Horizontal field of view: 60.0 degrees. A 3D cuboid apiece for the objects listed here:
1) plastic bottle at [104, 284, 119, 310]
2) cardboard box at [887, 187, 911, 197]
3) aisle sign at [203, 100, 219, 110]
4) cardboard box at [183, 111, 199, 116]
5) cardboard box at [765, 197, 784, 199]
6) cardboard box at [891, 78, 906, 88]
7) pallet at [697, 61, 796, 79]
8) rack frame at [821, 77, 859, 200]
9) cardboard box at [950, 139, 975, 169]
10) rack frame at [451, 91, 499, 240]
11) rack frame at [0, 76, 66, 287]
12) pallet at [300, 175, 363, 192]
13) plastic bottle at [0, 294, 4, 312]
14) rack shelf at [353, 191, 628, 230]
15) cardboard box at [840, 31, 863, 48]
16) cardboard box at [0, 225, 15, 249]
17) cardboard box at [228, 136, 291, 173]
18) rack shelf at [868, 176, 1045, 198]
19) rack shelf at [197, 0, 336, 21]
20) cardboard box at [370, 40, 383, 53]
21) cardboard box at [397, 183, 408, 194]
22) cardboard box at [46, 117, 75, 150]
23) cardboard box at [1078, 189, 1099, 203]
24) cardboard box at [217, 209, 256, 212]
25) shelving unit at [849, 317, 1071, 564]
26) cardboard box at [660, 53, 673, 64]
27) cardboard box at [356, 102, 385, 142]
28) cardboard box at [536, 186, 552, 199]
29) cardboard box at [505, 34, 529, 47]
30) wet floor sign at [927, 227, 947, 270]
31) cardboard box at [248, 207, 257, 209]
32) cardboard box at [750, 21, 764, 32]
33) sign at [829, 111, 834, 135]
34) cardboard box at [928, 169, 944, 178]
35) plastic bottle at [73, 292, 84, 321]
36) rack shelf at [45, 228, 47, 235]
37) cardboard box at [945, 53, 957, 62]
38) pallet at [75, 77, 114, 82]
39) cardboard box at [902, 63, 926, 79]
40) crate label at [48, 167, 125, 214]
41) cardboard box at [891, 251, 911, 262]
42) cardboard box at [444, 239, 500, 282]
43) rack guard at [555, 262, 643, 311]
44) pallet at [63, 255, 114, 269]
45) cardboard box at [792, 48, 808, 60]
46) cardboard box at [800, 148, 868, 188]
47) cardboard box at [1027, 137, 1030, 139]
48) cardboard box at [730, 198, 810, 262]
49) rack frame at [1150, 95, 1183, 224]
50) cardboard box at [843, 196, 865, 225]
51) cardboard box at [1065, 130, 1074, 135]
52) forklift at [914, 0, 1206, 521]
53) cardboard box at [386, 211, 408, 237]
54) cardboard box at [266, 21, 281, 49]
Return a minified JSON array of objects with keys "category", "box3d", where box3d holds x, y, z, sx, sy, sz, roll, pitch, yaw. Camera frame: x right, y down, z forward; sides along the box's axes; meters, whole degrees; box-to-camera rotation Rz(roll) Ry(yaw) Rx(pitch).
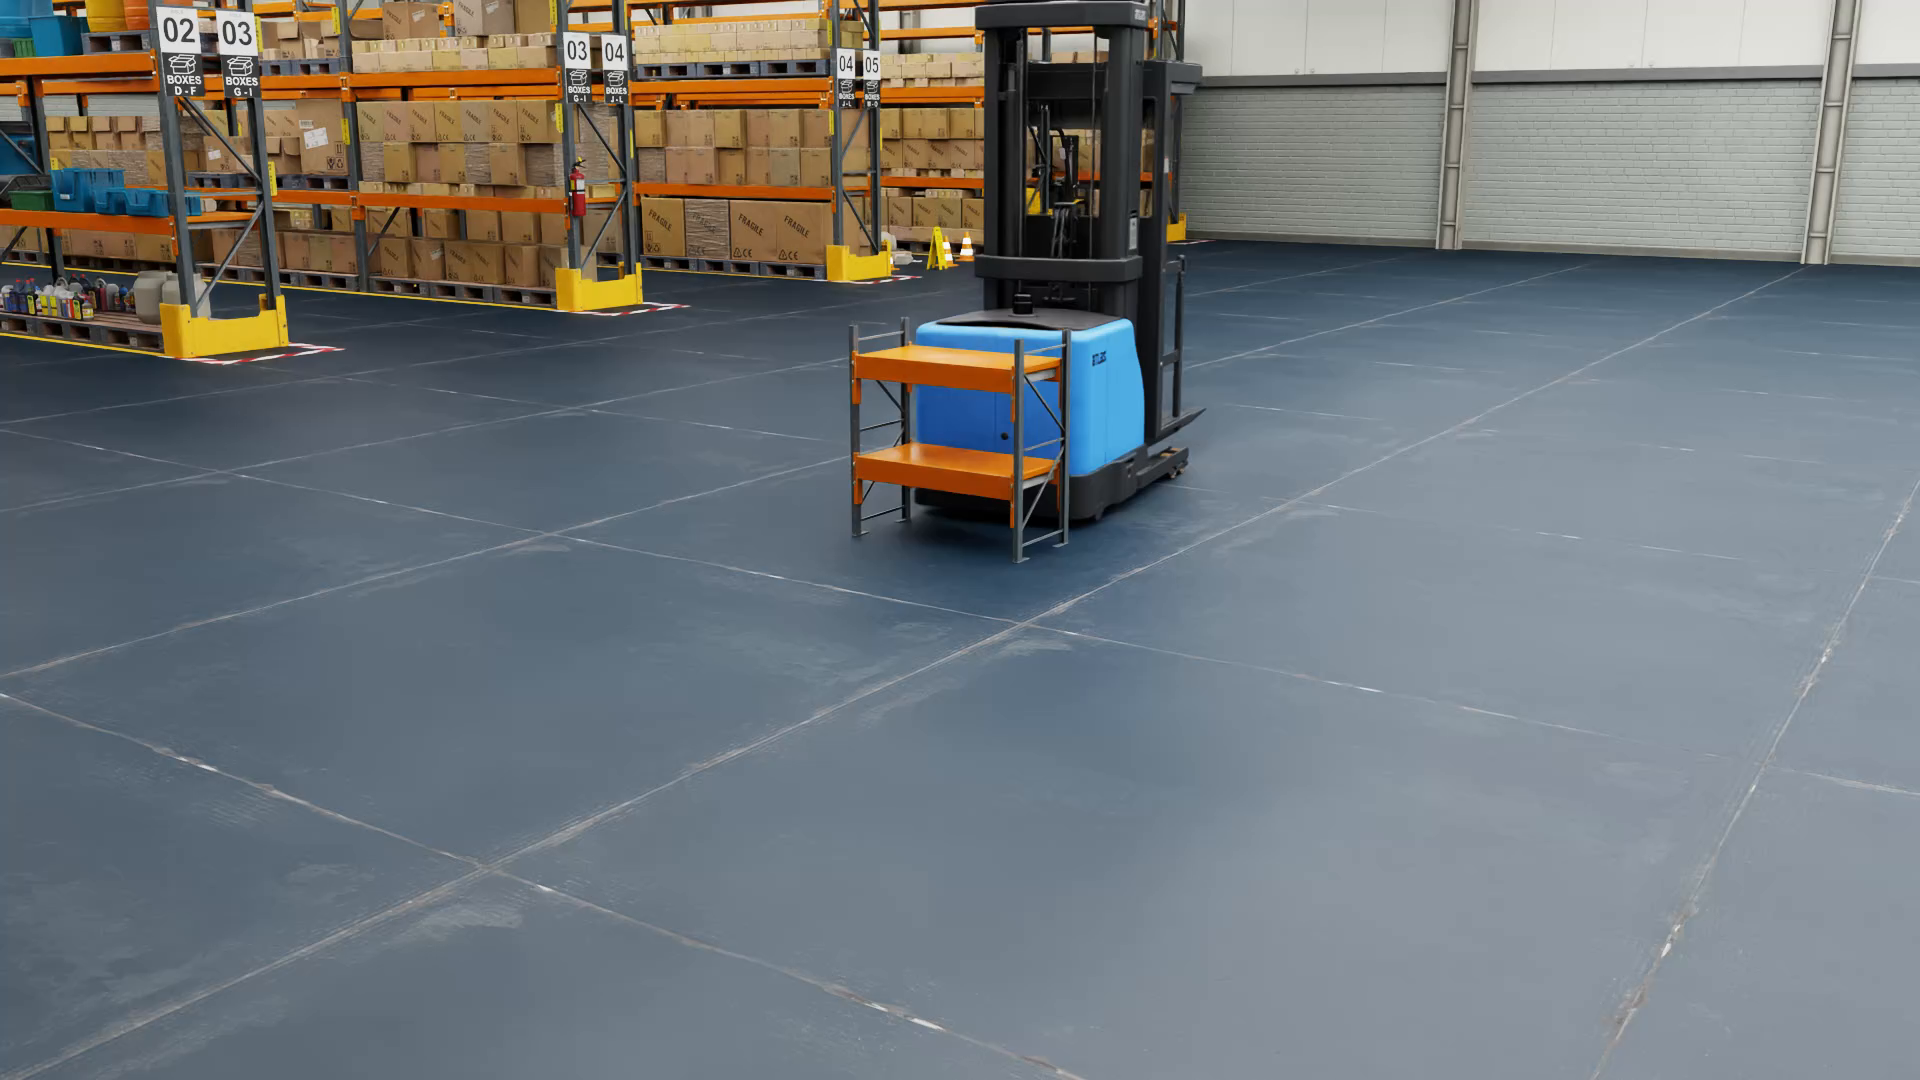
[{"category":"plastic bottle","box3d":[-9.165,-2.625,17.936,0.135,0.276,0.152,10,17,34]},{"category":"cardboard box","box3d":[-1.064,-6.100,29.159,0.250,0.149,0.380,10,17,36]},{"category":"aisle sign","box3d":[-14.655,-8.758,32.548,0.004,0.787,0.394,9,17,33]},{"category":"cardboard box","box3d":[-14.537,-7.991,31.955,0.500,0.500,0.500,9,17,32]},{"category":"cardboard box","box3d":[-3.993,-7.487,37.154,0.500,0.500,0.500,10,17,35]},{"category":"cardboard box","box3d":[-0.983,-7.870,28.655,0.250,0.149,0.380,9,16,32]},{"category":"pallet","box3d":[-3.123,-6.954,24.616,1.213,0.211,1.003,9,17,33]},{"category":"rack frame","box3d":[-2.125,-6.817,30.120,0.127,3.000,1.000,9,17,33]},{"category":"cardboard box","box3d":[0.177,-6.560,28.253,0.500,0.500,0.500,9,17,33]},{"category":"rack frame","box3d":[-8.123,-6.353,28.246,0.127,3.000,1.000,9,17,33]},{"category":"rack frame","box3d":[-10.420,-3.854,18.149,0.127,3.000,1.000,9,17,33]},{"category":"pallet","box3d":[-8.209,-4.880,22.693,1.213,0.211,1.003,9,17,33]},{"category":"plastic bottle","box3d":[-10.232,-2.552,17.796,0.097,0.201,0.097,0,14,0]},{"category":"rack shelf","box3d":[-5.997,-4.224,21.141,4.000,0.370,1.077,9,17,33]},{"category":"cardboard box","box3d":[-1.742,-7.176,23.939,0.500,0.250,0.500,9,17,33]},{"category":"cardboard box","box3d":[-15.544,-5.312,27.587,0.875,0.875,0.875,9,17,33]},{"category":"cardboard box","box3d":[-9.986,-5.511,23.761,0.500,0.500,0.700,12,19,41]},{"category":"rack shelf","box3d":[-0.466,-6.200,29.123,4.000,0.370,1.077,9,17,33]},{"category":"rack shelf","box3d":[-13.102,-9.719,30.862,4.000,0.370,1.077,9,17,33]},{"category":"cardboard box","box3d":[-7.300,-6.291,21.234,0.250,0.149,0.380,8,16,30]},{"category":"cardboard box","box3d":[-7.010,-4.535,21.423,0.250,0.149,0.380,9,17,33]},{"category":"cardboard box","box3d":[-13.760,-6.366,26.000,0.637,0.503,0.797,9,16,31]},{"category":"cardboard box","box3d":[2.553,-6.758,32.649,0.500,0.250,0.500,9,17,34]},{"category":"cardboard box","box3d":[-10.403,-4.658,24.124,0.500,0.250,0.500,10,17,35]},{"category":"shelving unit","box3d":[-0.006,-0.547,8.692,1.048,1.125,0.538,9,17,33]},{"category":"cardboard box","box3d":[-4.270,-7.219,24.940,0.250,0.149,0.380,9,17,33]},{"category":"cardboard box","box3d":[-7.425,-5.409,21.522,0.500,0.500,0.500,9,17,33]},{"category":"cardboard box","box3d":[-4.896,-4.214,20.126,0.250,0.149,0.380,9,17,33]},{"category":"cardboard box","box3d":[-5.180,-5.930,19.775,0.250,0.149,0.380,8,16,30]},{"category":"wet floor sign","box3d":[-0.356,-4.528,25.774,0.232,0.644,0.267,6,15,23]},{"category":"cardboard box","box3d":[-13.413,-6.224,31.546,0.250,0.149,0.380,9,17,34]},{"category":"cardboard box","box3d":[-2.795,-7.368,23.883,0.250,0.149,0.380,9,17,33]},{"category":"sign","box3d":[-1.799,-5.851,23.314,0.005,0.325,0.100,9,17,33]},{"category":"cardboard box","box3d":[-0.336,-6.324,28.650,0.250,0.149,0.380,9,17,32]},{"category":"plastic bottle","box3d":[-8.977,-2.383,16.946,0.133,0.283,0.061,10,17,34]},{"category":"rack shelf","box3d":[-12.080,-3.773,19.319,4.000,0.370,1.077,9,17,33]},{"category":"cardboard box","box3d":[-0.047,-8.140,28.084,0.250,0.149,0.380,9,17,33]},{"category":"pallet","box3d":[-12.469,-6.967,24.877,1.213,0.211,1.003,10,17,35]},{"category":"cardboard box","box3d":[-0.651,-8.027,28.458,0.500,0.250,0.500,9,17,33]},{"category":"crate label","box3d":[-8.780,-3.527,16.757,0.616,0.435,0.502,9,17,33]},{"category":"cardboard box","box3d":[-1.021,-4.670,27.379,0.380,0.149,0.250,-7,15,-25]},{"category":"cardboard box","box3d":[-6.308,-3.627,21.562,0.500,0.500,0.500,8,16,28]},{"category":"rack guard","box3d":[-4.400,-3.102,20.313,0.348,0.500,1.175,9,17,33]},{"category":"pallet","box3d":[-13.612,-4.472,26.450,1.213,0.211,1.003,9,17,33]},{"category":"cardboard box","box3d":[-2.159,-6.878,23.563,0.250,0.149,0.380,9,17,33]},{"category":"cardboard box","box3d":[-1.818,-5.394,24.058,0.550,0.550,0.875,9,17,33]},{"category":"cardboard box","box3d":[1.370,-7.964,33.195,0.250,0.149,0.380,10,17,34]},{"category":"cardboard box","box3d":[-2.816,-4.648,24.906,0.875,0.875,0.875,9,16,32]},{"category":"rack frame","box3d":[3.961,-7.271,31.953,0.127,3.000,1.000,9,17,33]},{"category":"cardboard box","box3d":[-1.787,-5.917,29.773,0.500,0.500,0.500,10,17,35]},{"category":"cardboard box","box3d":[2.270,-7.989,32.678,0.250,0.149,0.380,9,17,34]},{"category":"forklift","box3d":[0.801,-1.838,10.149,1.130,2.935,3.031,6,15,23]},{"category":"cardboard box","box3d":[-9.692,-5.518,29.199,0.500,0.500,0.500,8,16,30]},{"category":"cardboard box","box3d":[-9.606,-6.975,23.266,0.500,0.500,0.500,10,17,34]}]
